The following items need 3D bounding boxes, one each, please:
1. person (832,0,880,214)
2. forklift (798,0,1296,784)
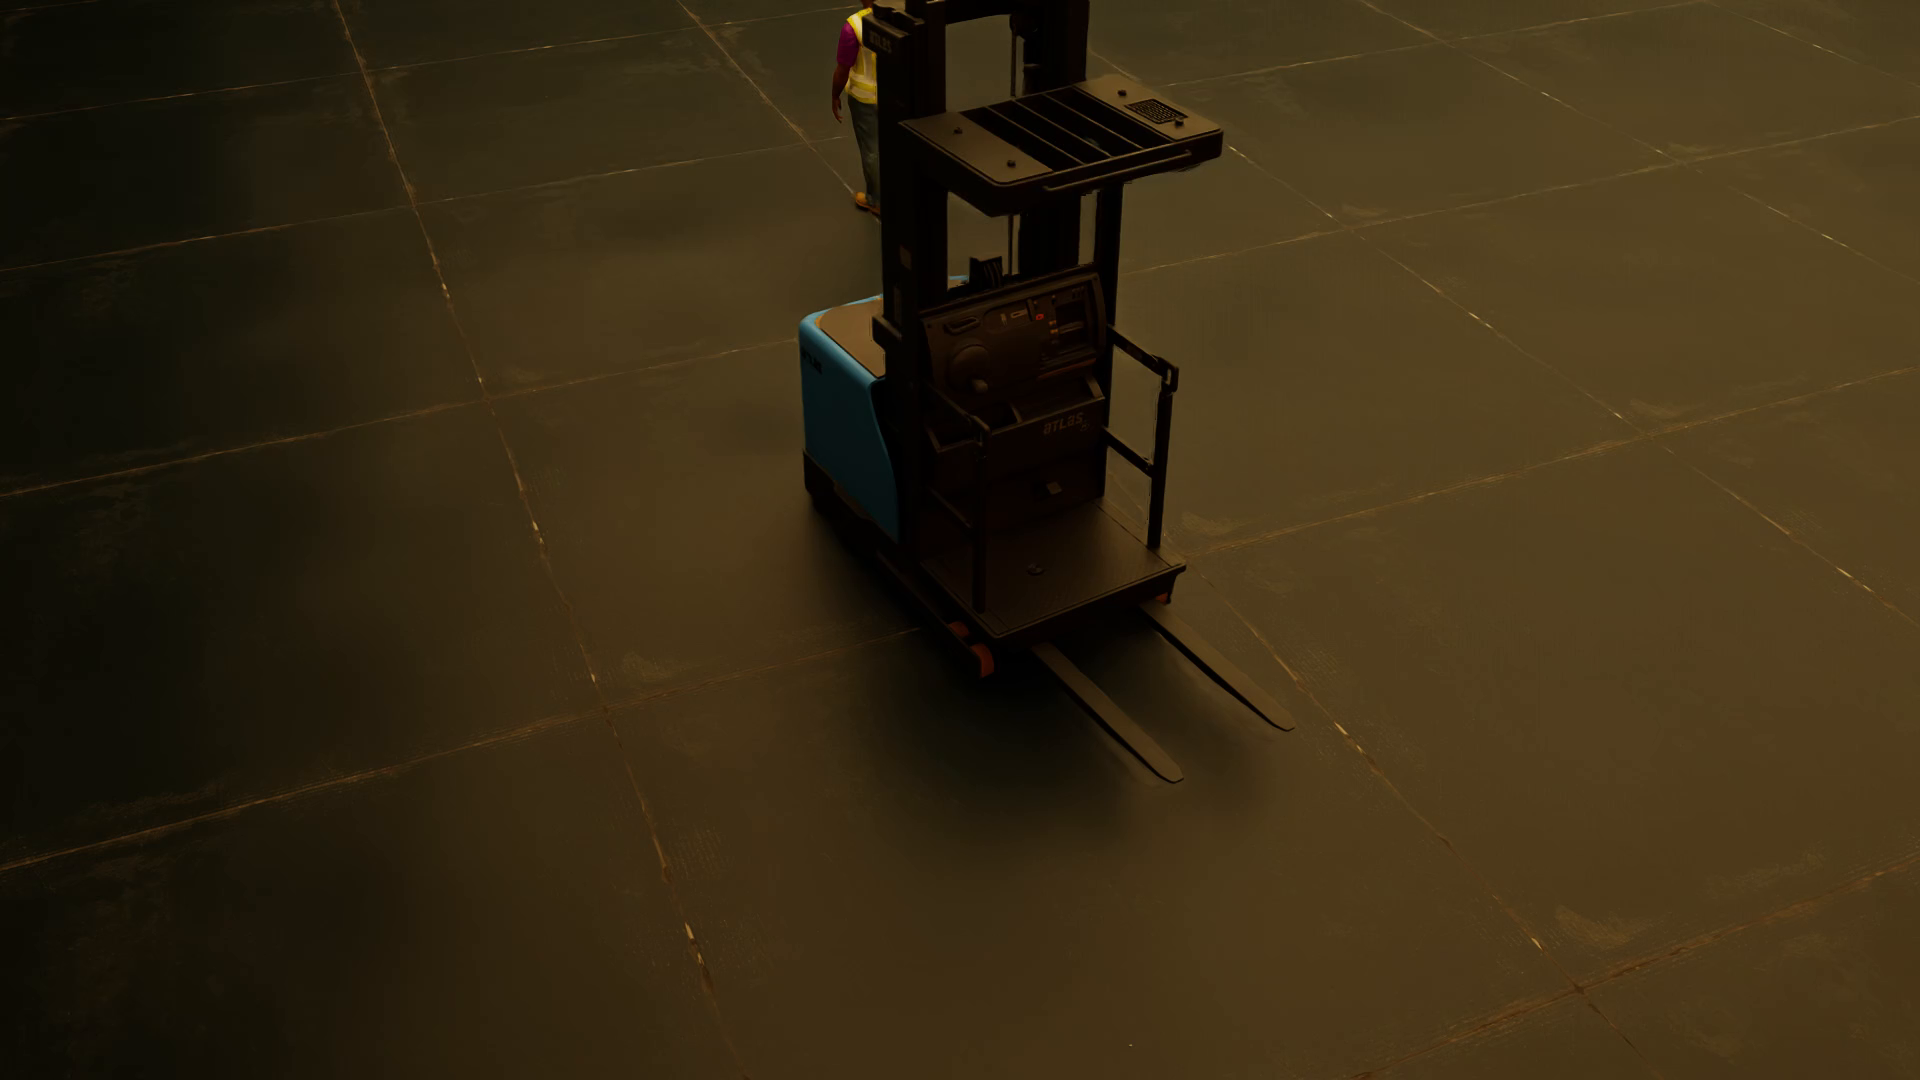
[{"bbox_3d":[-0.606,-3.118,11.476,0.665,1.765,0.577,-17,39,-22],"label":"person"},{"bbox_3d":[0.367,-0.861,7.310,1.130,2.935,3.031,-20,40,-25],"label":"forklift"}]
